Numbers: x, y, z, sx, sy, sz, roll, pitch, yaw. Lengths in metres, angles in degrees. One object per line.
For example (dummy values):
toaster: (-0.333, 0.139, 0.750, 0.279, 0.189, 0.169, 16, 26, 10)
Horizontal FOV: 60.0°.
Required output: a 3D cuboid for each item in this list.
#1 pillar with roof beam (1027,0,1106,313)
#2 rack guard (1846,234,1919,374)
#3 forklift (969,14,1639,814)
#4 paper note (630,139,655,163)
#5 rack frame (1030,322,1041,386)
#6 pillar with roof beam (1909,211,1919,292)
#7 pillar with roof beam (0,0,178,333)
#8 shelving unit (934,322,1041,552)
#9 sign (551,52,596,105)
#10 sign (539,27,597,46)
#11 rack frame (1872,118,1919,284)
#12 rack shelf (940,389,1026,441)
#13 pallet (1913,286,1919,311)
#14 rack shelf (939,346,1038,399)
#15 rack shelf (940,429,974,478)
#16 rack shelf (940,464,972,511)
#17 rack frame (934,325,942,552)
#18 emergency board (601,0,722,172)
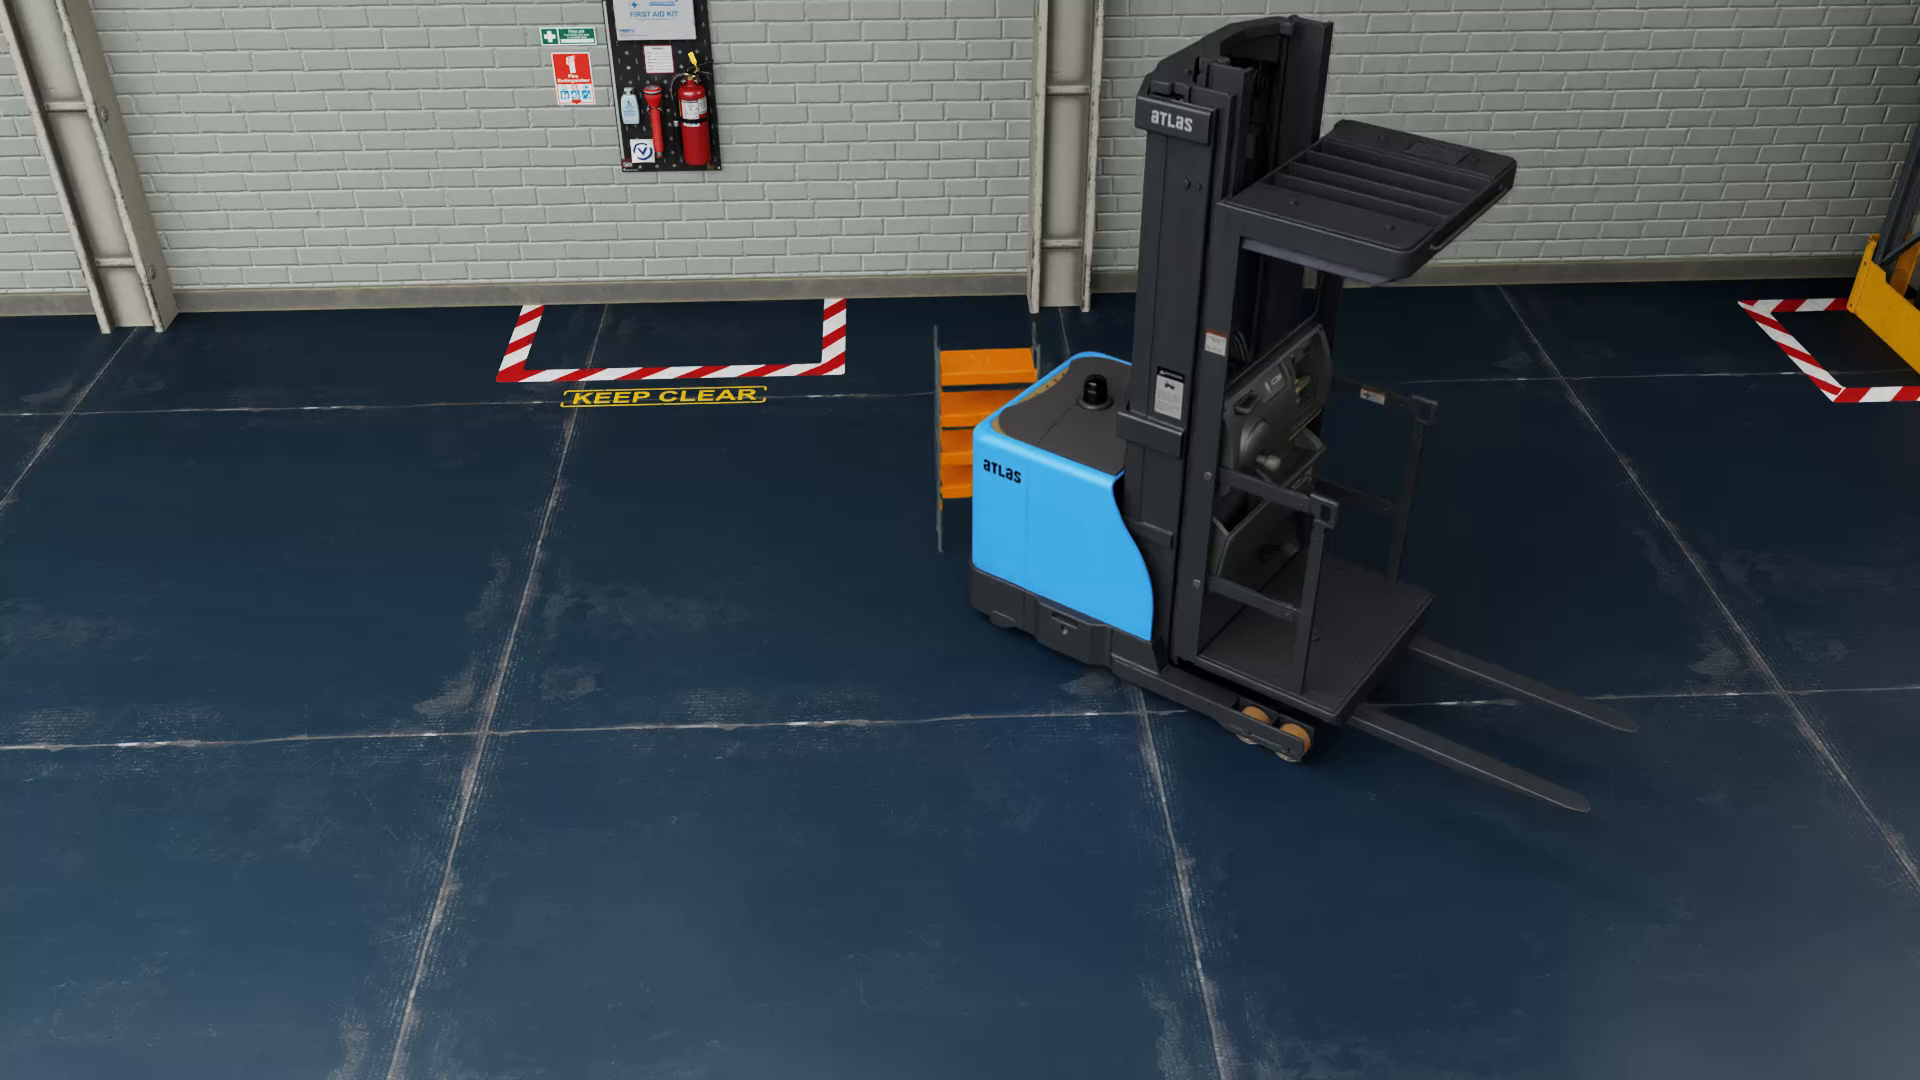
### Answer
pillar with roof beam: (0.857, -2.840, 4.982, 0.400, 9.000, 9.100, -2, 35, -2)
rack guard: (6.064, -1.445, 10.435, 0.348, 0.500, 1.175, -2, 35, -2)
forklift: (1.533, -0.569, 7.033, 3.031, 2.935, 1.130, 23, 41, 29)
paper note: (-1.997, -2.447, 10.461, 0.142, 0.148, 0.016, -2, 35, -2)
rack frame: (0.374, -0.519, 8.482, 0.015, 1.200, 0.240, -2, 35, -3)
pillar with roof beam: (6.850, -3.001, 5.215, 0.400, 9.000, 9.100, -2, 35, -2)
pillar with roof beam: (-5.136, -2.678, 4.748, 0.400, 9.000, 9.100, -2, 35, -2)
shelving unit: (0.130, -0.509, 8.467, 0.503, 1.200, 0.258, -2, 35, -3)
sign: (-2.374, -2.833, 10.213, 0.234, 0.329, 0.001, -2, 35, -2)
sign: (-2.369, -3.046, 10.055, 0.331, 0.109, 0.001, -2, 35, -2)
rack frame: (5.988, -2.471, 9.721, 0.127, 3.000, 1.000, -2, 35, -2)
rack shelf: (0.130, -0.637, 8.378, 0.480, 0.148, 0.258, -2, 35, -3)
pallet: (6.877, -1.328, 10.520, 1.213, 0.211, 1.003, -2, 35, -2)
rack shelf: (0.130, -0.832, 8.243, 0.480, 0.148, 0.258, -2, 35, -3)
rack shelf: (0.130, -0.453, 8.505, 0.480, 0.148, 0.258, -2, 35, -3)
rack shelf: (0.130, -0.290, 8.618, 0.480, 0.148, 0.258, -2, 35, -3)
rack frame: (-0.113, -0.499, 8.452, 0.015, 1.200, 0.240, -2, 35, -3)
emergency board: (-1.817, -2.775, 10.160, 0.643, 1.169, 0.194, -2, 35, -2)
